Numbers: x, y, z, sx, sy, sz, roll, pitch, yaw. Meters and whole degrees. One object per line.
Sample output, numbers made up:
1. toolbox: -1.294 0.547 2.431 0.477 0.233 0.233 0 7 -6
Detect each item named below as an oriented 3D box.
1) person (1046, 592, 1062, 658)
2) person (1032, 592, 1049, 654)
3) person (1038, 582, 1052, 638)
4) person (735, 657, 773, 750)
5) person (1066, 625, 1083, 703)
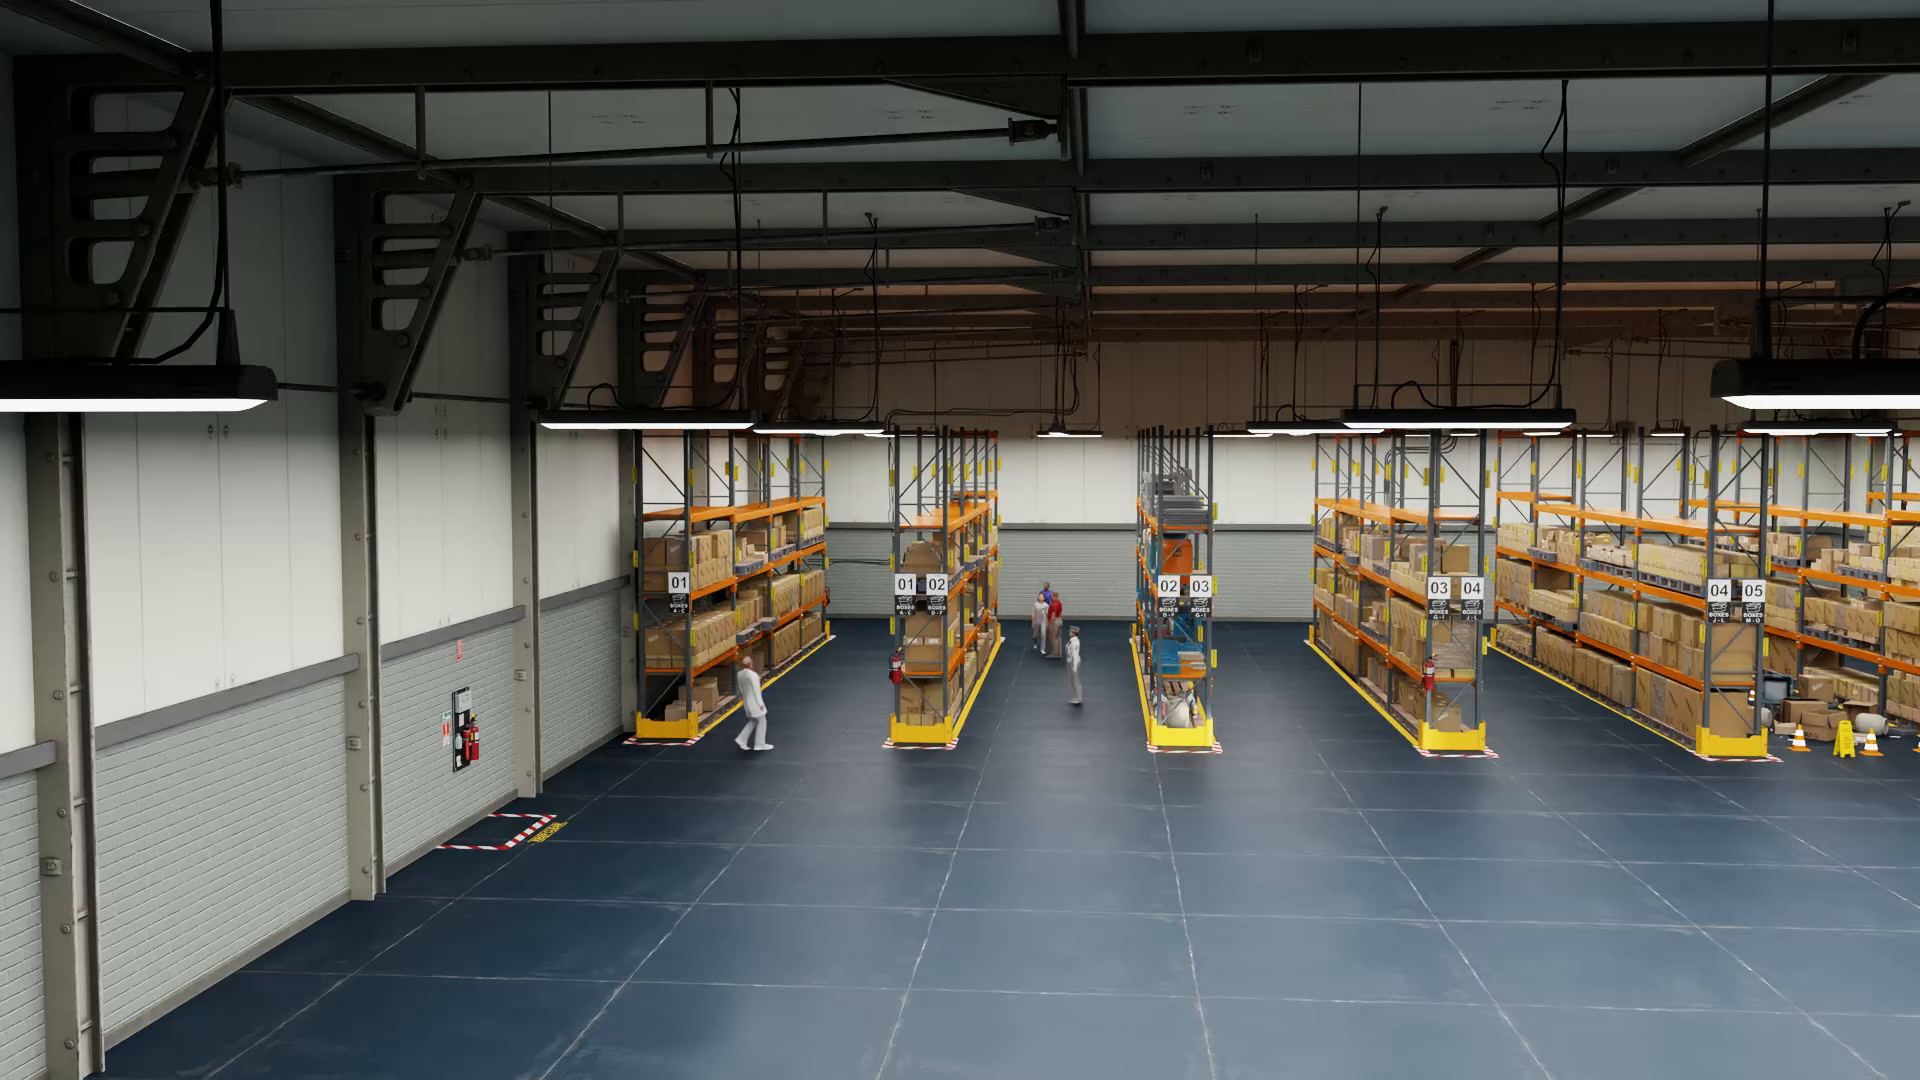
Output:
1. person: 2.481 2.224 43.699 0.373 1.728 0.605 1 4 23
2. person: 2.171 2.215 44.719 0.480 1.620 0.840 0 3 3
3. person: 2.483 2.056 48.263 0.490 1.516 0.955 0 3 8
4. person: -3.806 3.027 30.739 0.678 1.777 0.639 -2 4 -31
5. person: 2.478 2.721 36.176 0.366 1.714 0.565 0 3 -7
